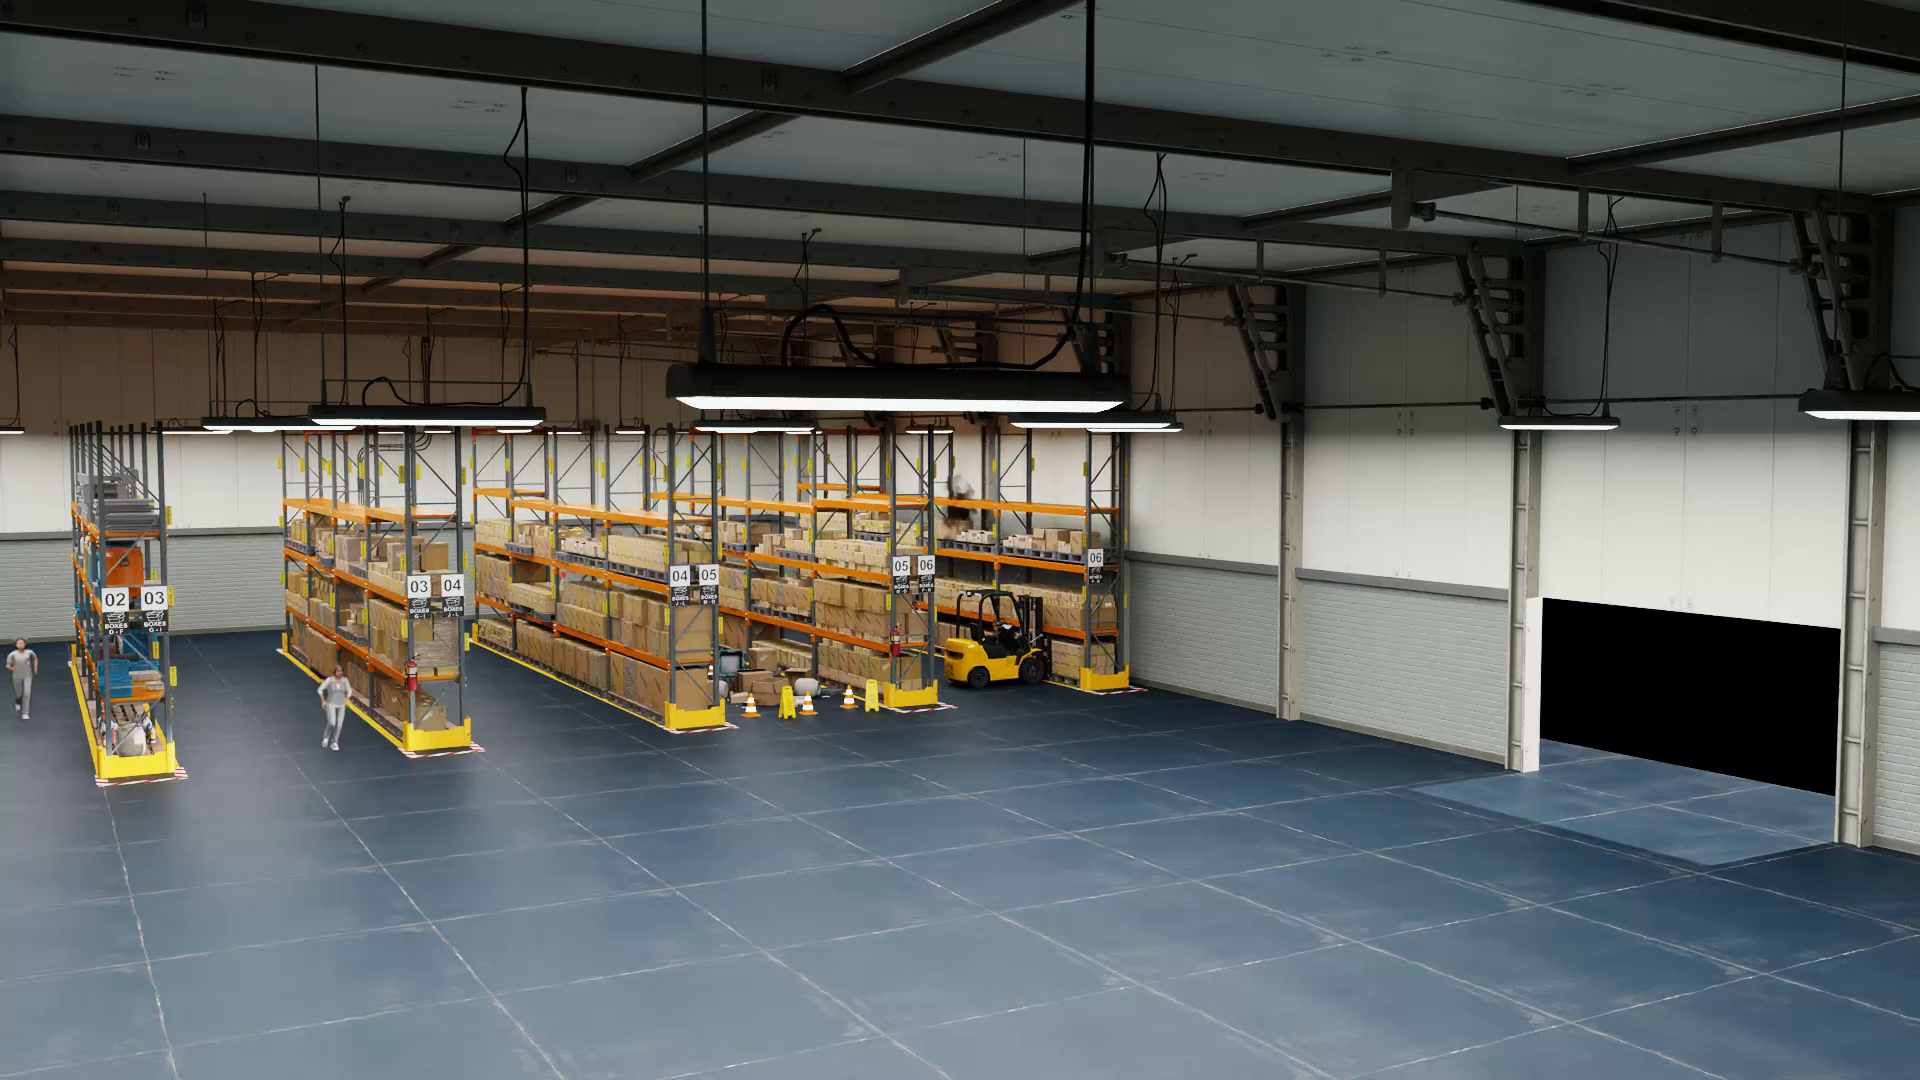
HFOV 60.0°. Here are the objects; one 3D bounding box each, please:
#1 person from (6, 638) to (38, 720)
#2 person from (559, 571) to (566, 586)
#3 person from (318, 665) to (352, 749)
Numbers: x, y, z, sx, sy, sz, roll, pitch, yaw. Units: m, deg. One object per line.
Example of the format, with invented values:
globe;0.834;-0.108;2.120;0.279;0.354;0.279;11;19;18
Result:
person;-19.074;2.803;33.853;0.584;1.633;0.970;-2;4;-34
person;-11.648;1.805;49.285;0.760;1.789;0.654;-1;4;-23
person;-11.410;3.064;30.438;0.556;1.565;0.572;-2;4;-35
